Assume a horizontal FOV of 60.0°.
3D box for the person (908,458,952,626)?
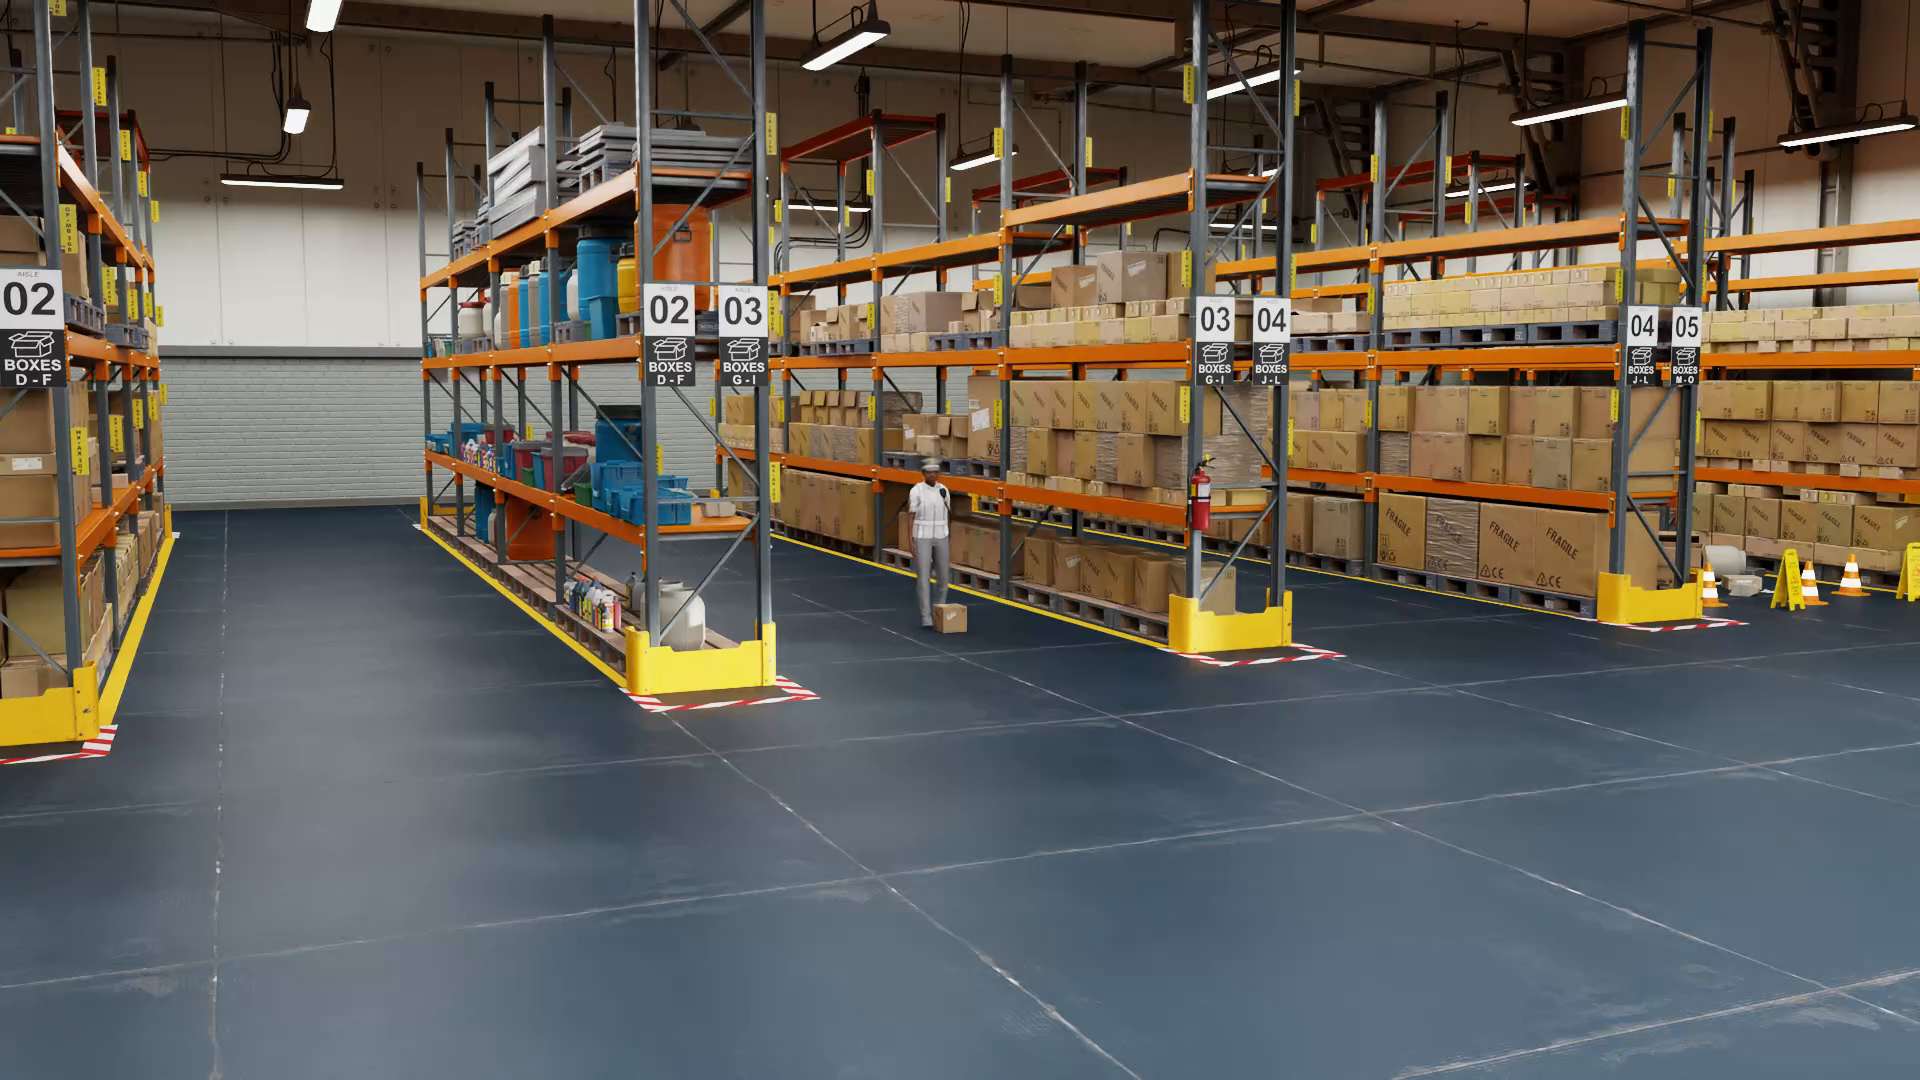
[{"bbox_3d":[-0.294,0.018,16.743,0.462,1.693,0.553,-2,6,-18],"label":"person"}]
